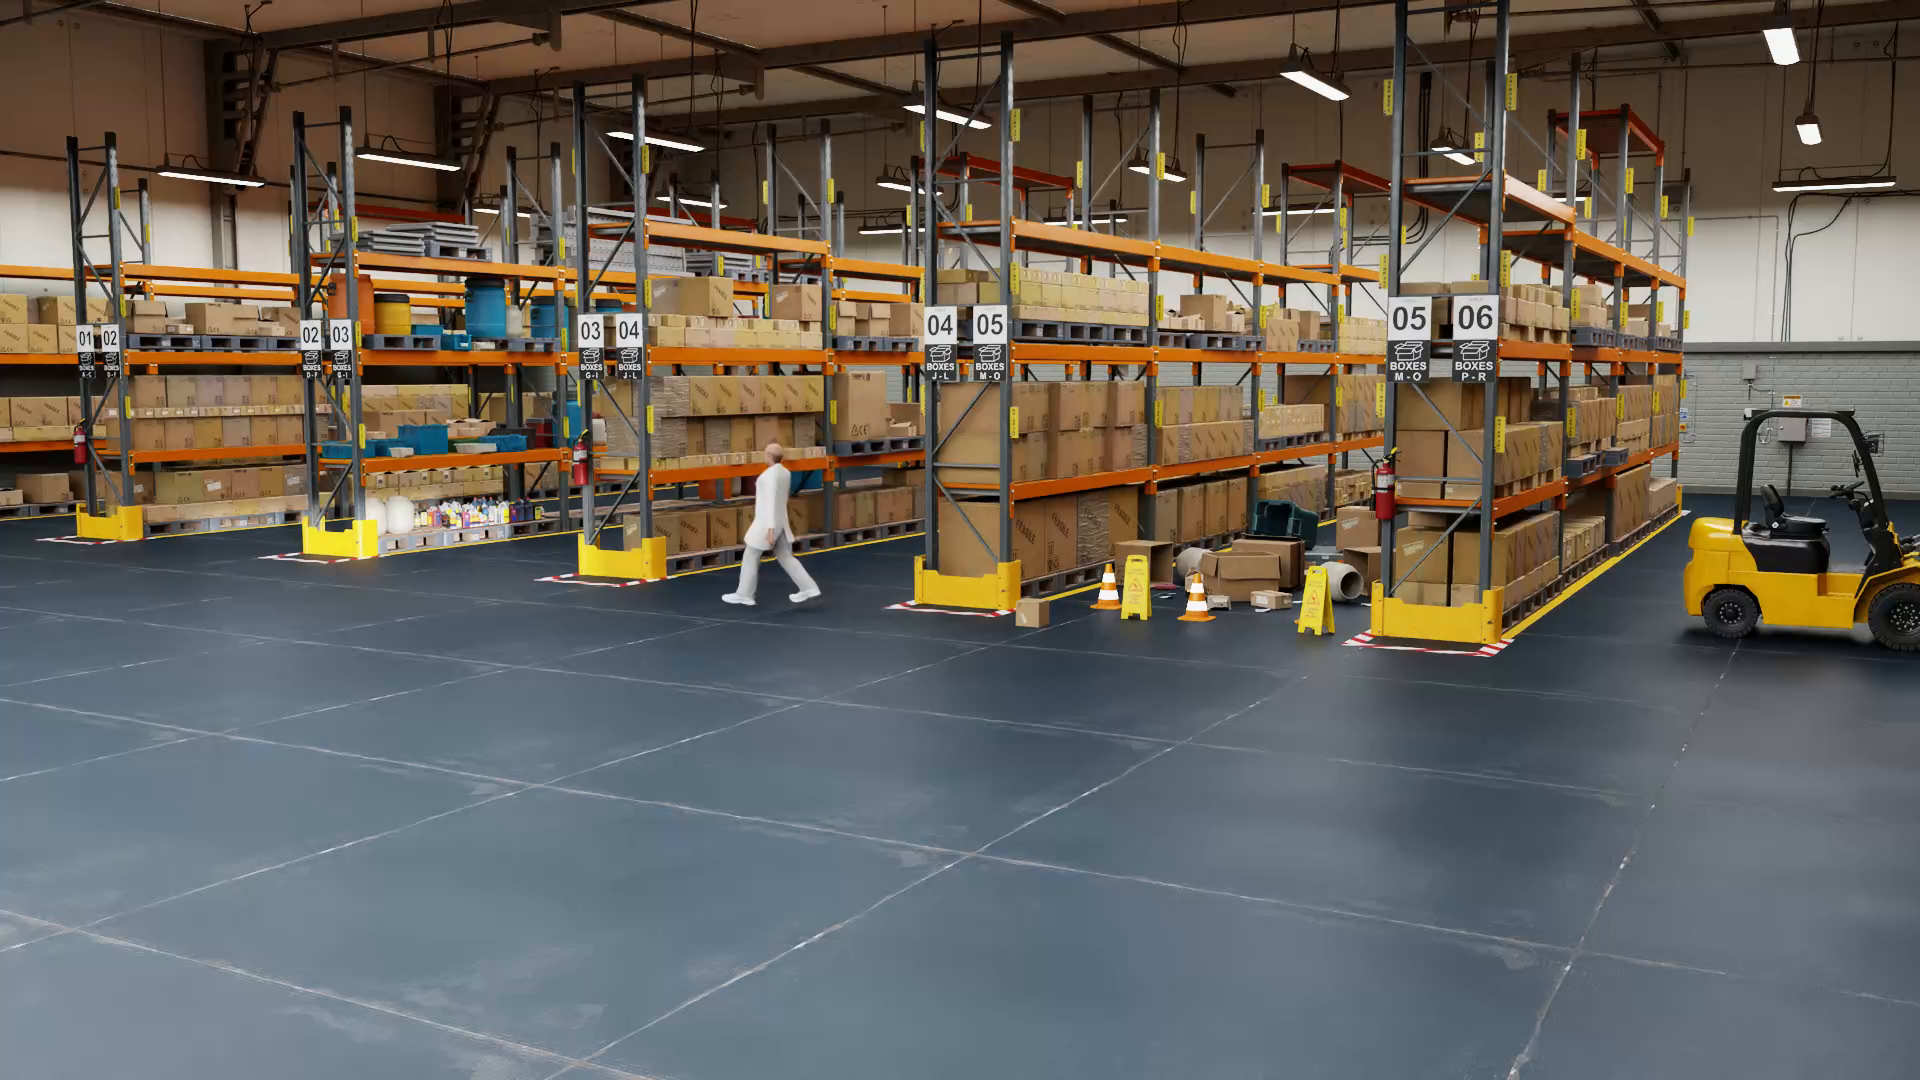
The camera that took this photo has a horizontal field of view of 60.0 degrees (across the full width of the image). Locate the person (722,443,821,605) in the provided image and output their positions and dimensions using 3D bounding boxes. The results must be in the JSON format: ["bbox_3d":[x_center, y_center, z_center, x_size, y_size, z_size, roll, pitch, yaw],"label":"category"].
[{"bbox_3d":[-1.999,-0.165,17.685,1.113,1.730,0.612,3,6,24],"label":"person"}]
